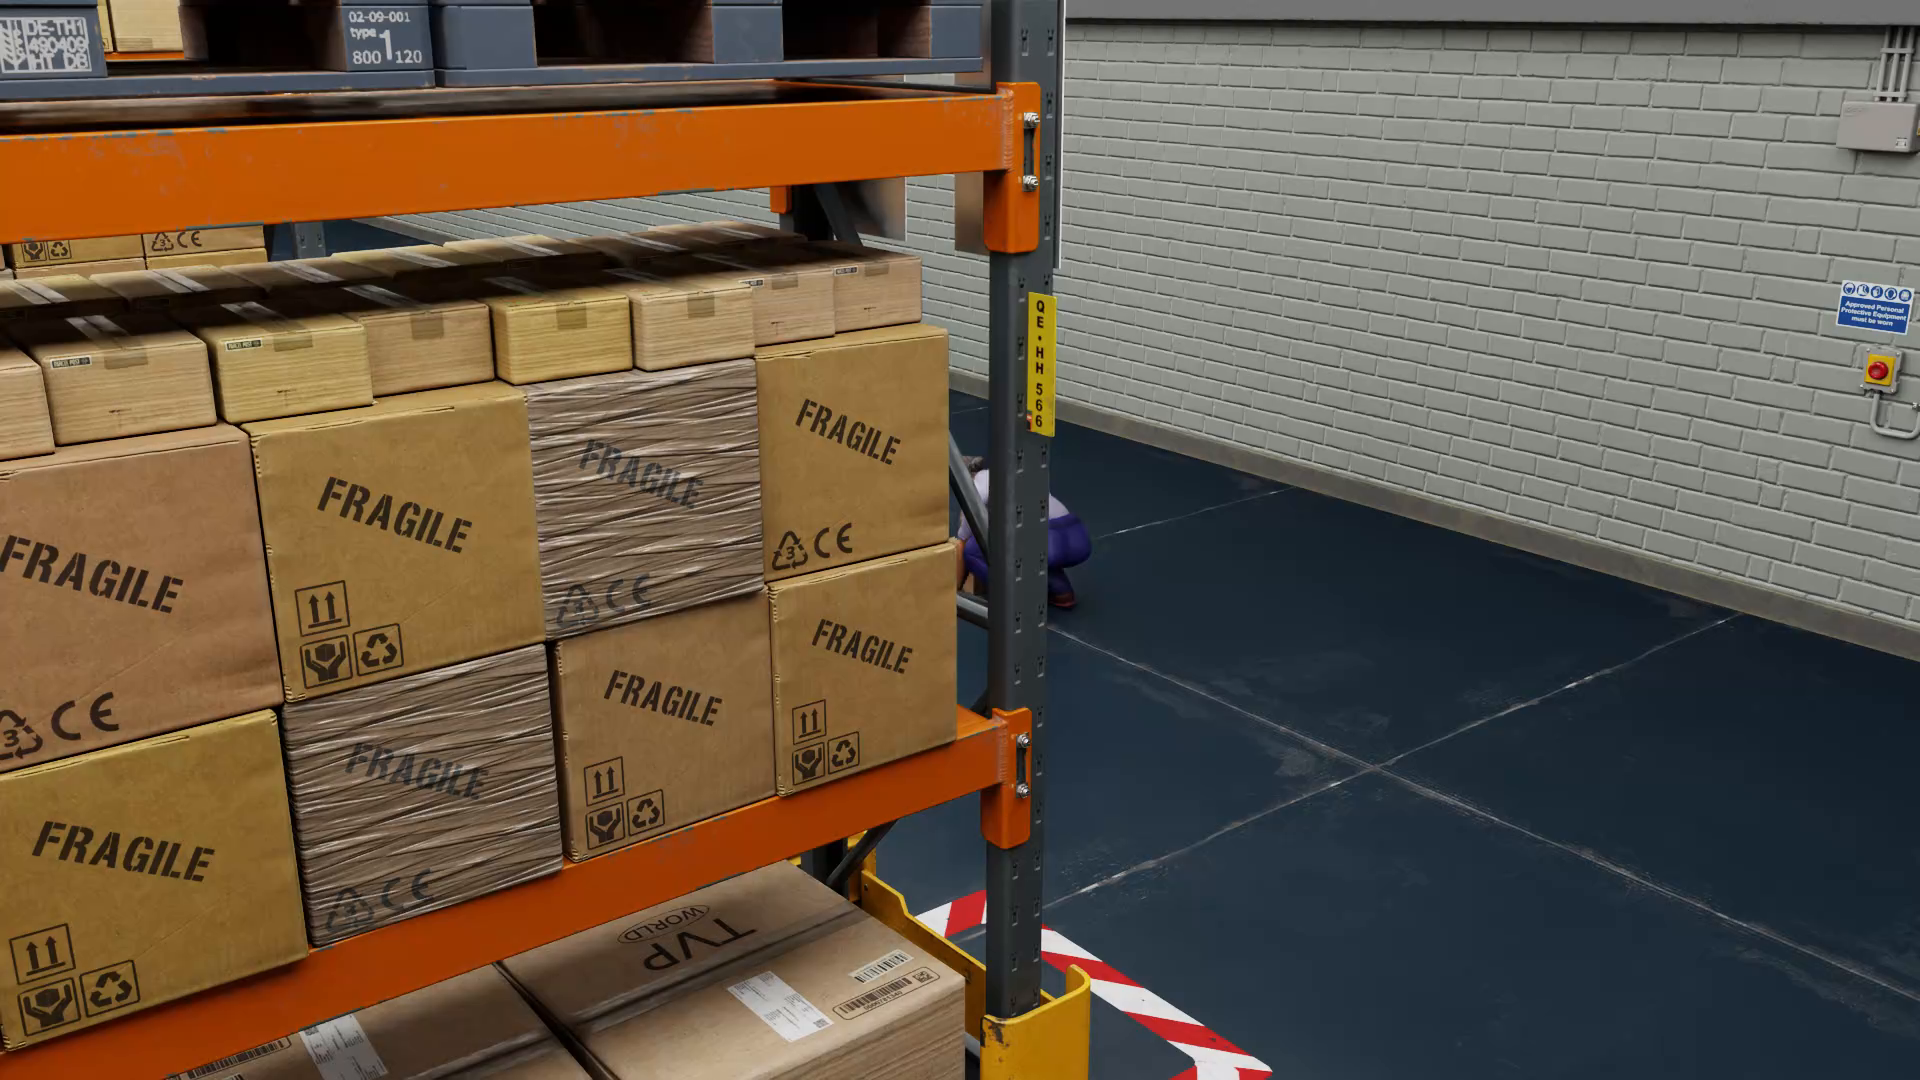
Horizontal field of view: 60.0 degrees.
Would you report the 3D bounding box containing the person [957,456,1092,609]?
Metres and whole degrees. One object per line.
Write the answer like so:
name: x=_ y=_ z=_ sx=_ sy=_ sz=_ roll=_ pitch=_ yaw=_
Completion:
person: x=0.283 y=0.010 z=8.672 sx=0.526 sy=0.782 sz=0.847 roll=-14 pitch=22 yaw=-37
